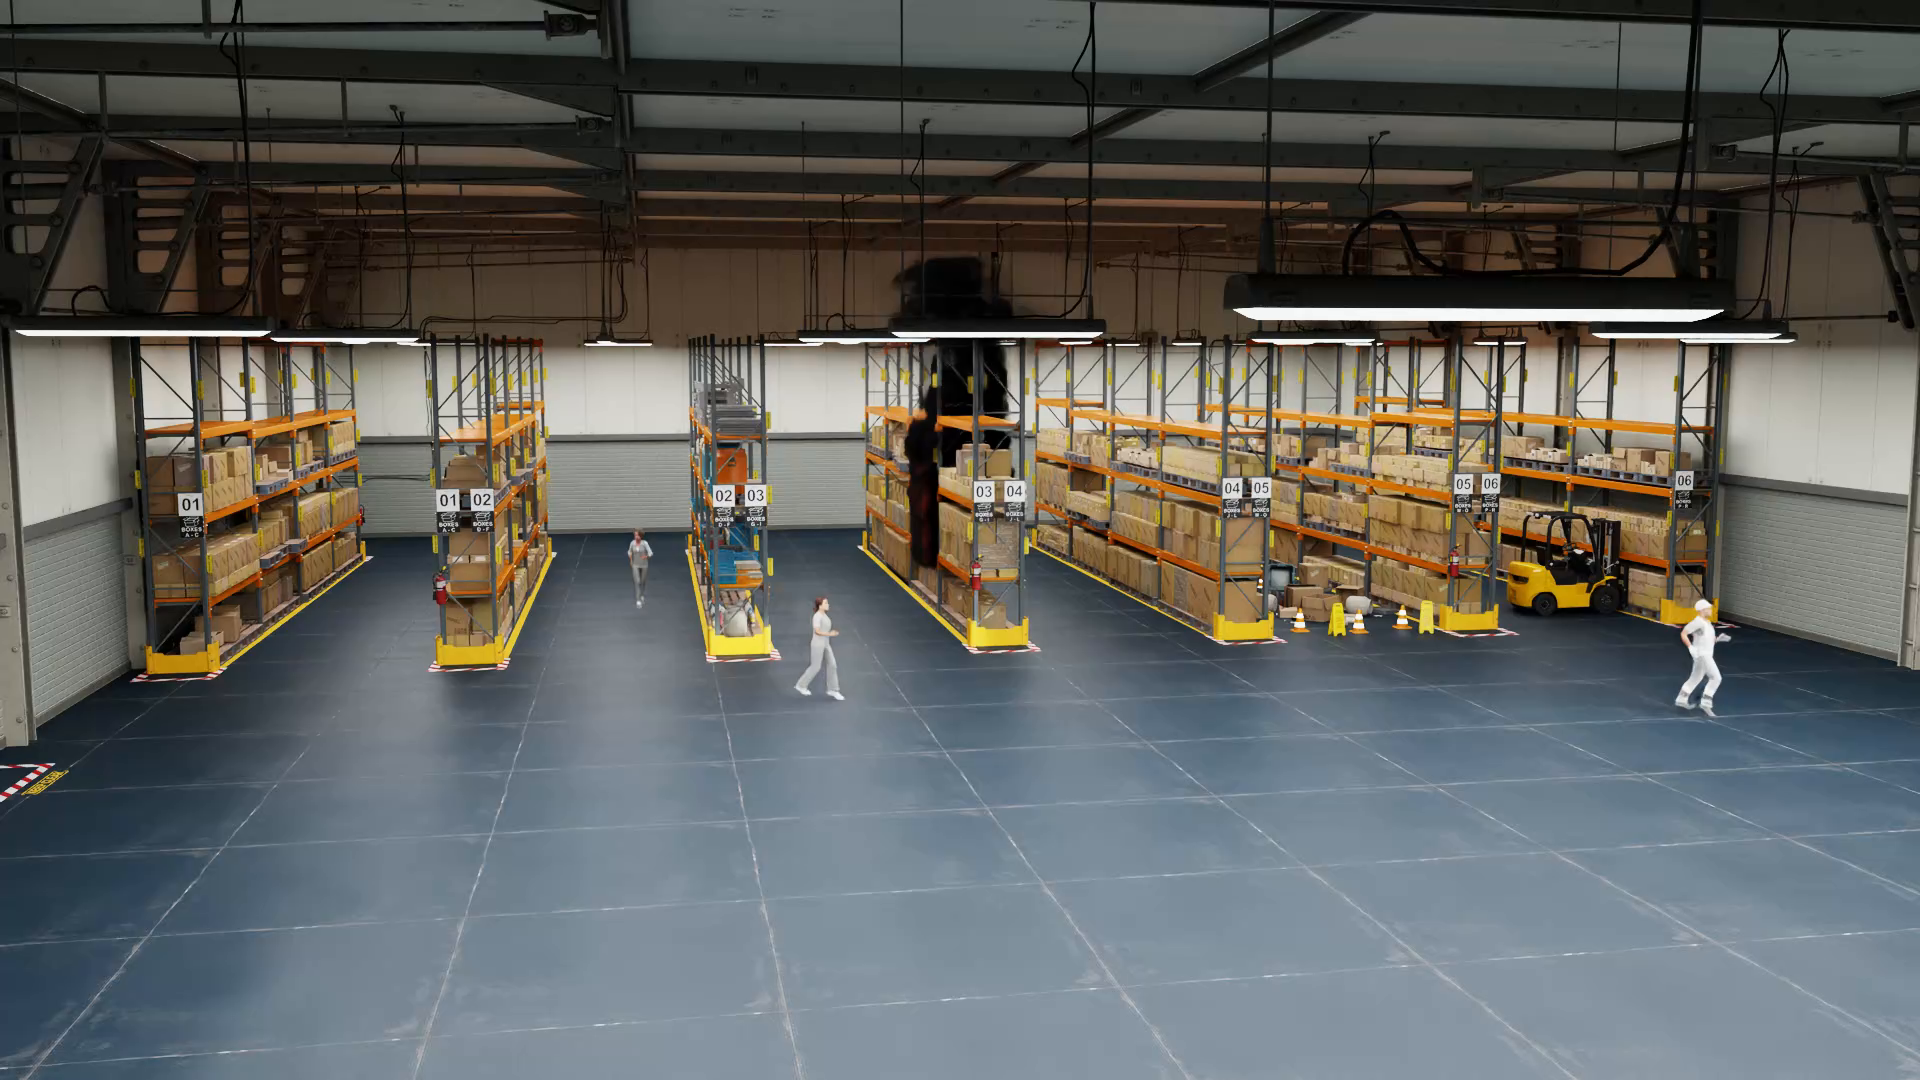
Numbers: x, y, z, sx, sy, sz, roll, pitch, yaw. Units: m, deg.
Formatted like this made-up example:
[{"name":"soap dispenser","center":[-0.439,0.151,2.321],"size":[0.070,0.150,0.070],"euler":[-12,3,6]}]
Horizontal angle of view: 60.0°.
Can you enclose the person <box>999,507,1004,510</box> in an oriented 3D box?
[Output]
[{"name":"person","center":[0.982,-0.584,48.216],"size":[0.649,1.645,0.771],"euler":[2,7,16]}]

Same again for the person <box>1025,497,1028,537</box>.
[{"name":"person","center":[1.775,-0.760,49.266],"size":[0.679,1.729,0.694],"euler":[-5,8,-35]}]

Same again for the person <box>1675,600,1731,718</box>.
[{"name":"person","center":[11.647,1.856,26.069],"size":[0.758,1.839,0.646],"euler":[4,8,30]}]

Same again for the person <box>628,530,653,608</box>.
[{"name":"person","center":[-6.792,0.593,35.331],"size":[0.526,1.617,0.760],"euler":[-1,7,-8]}]

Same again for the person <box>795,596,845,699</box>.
[{"name":"person","center":[-2.310,1.772,27.295],"size":[0.819,1.717,0.584],"euler":[2,7,14]}]
